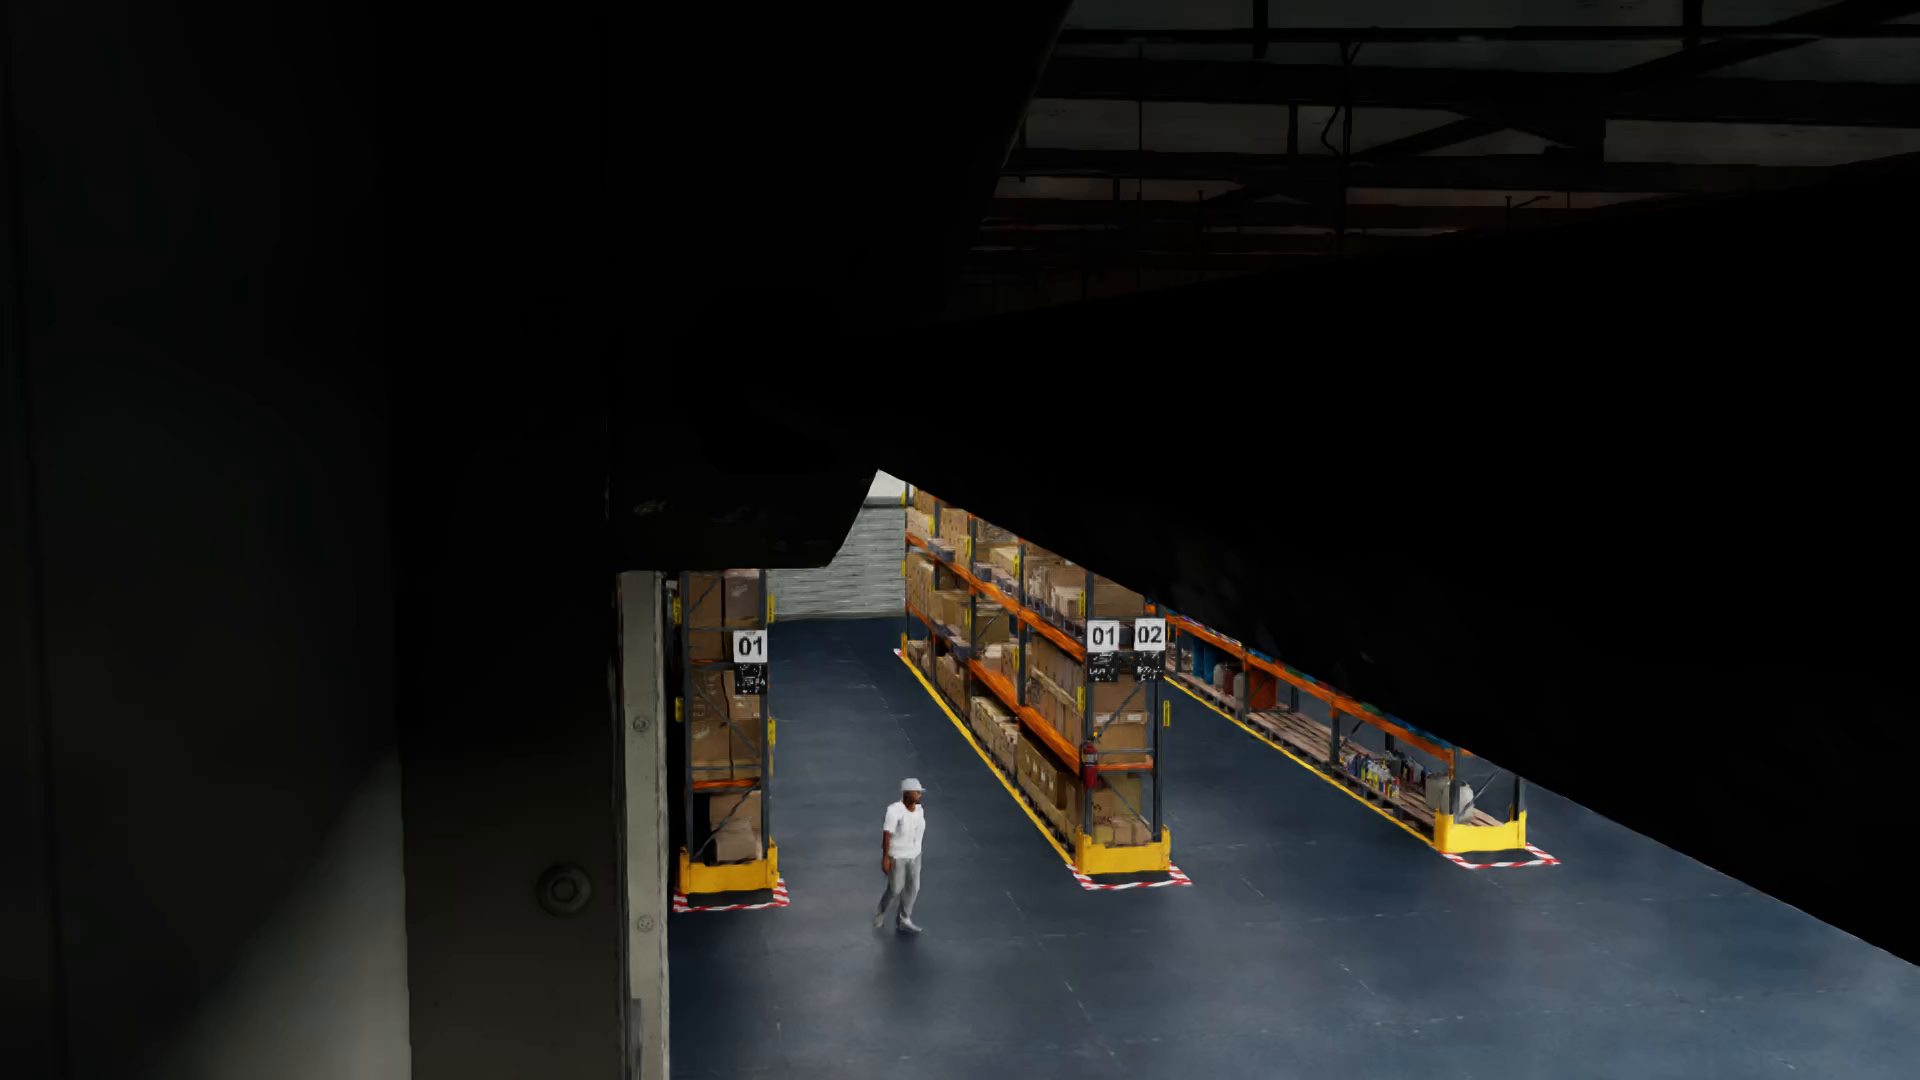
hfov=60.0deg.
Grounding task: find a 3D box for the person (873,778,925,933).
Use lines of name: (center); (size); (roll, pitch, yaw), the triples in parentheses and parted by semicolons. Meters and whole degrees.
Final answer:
person: (-0.673, 3.526, 18.704); (0.577, 1.754, 0.608); (6, 8, 44)
